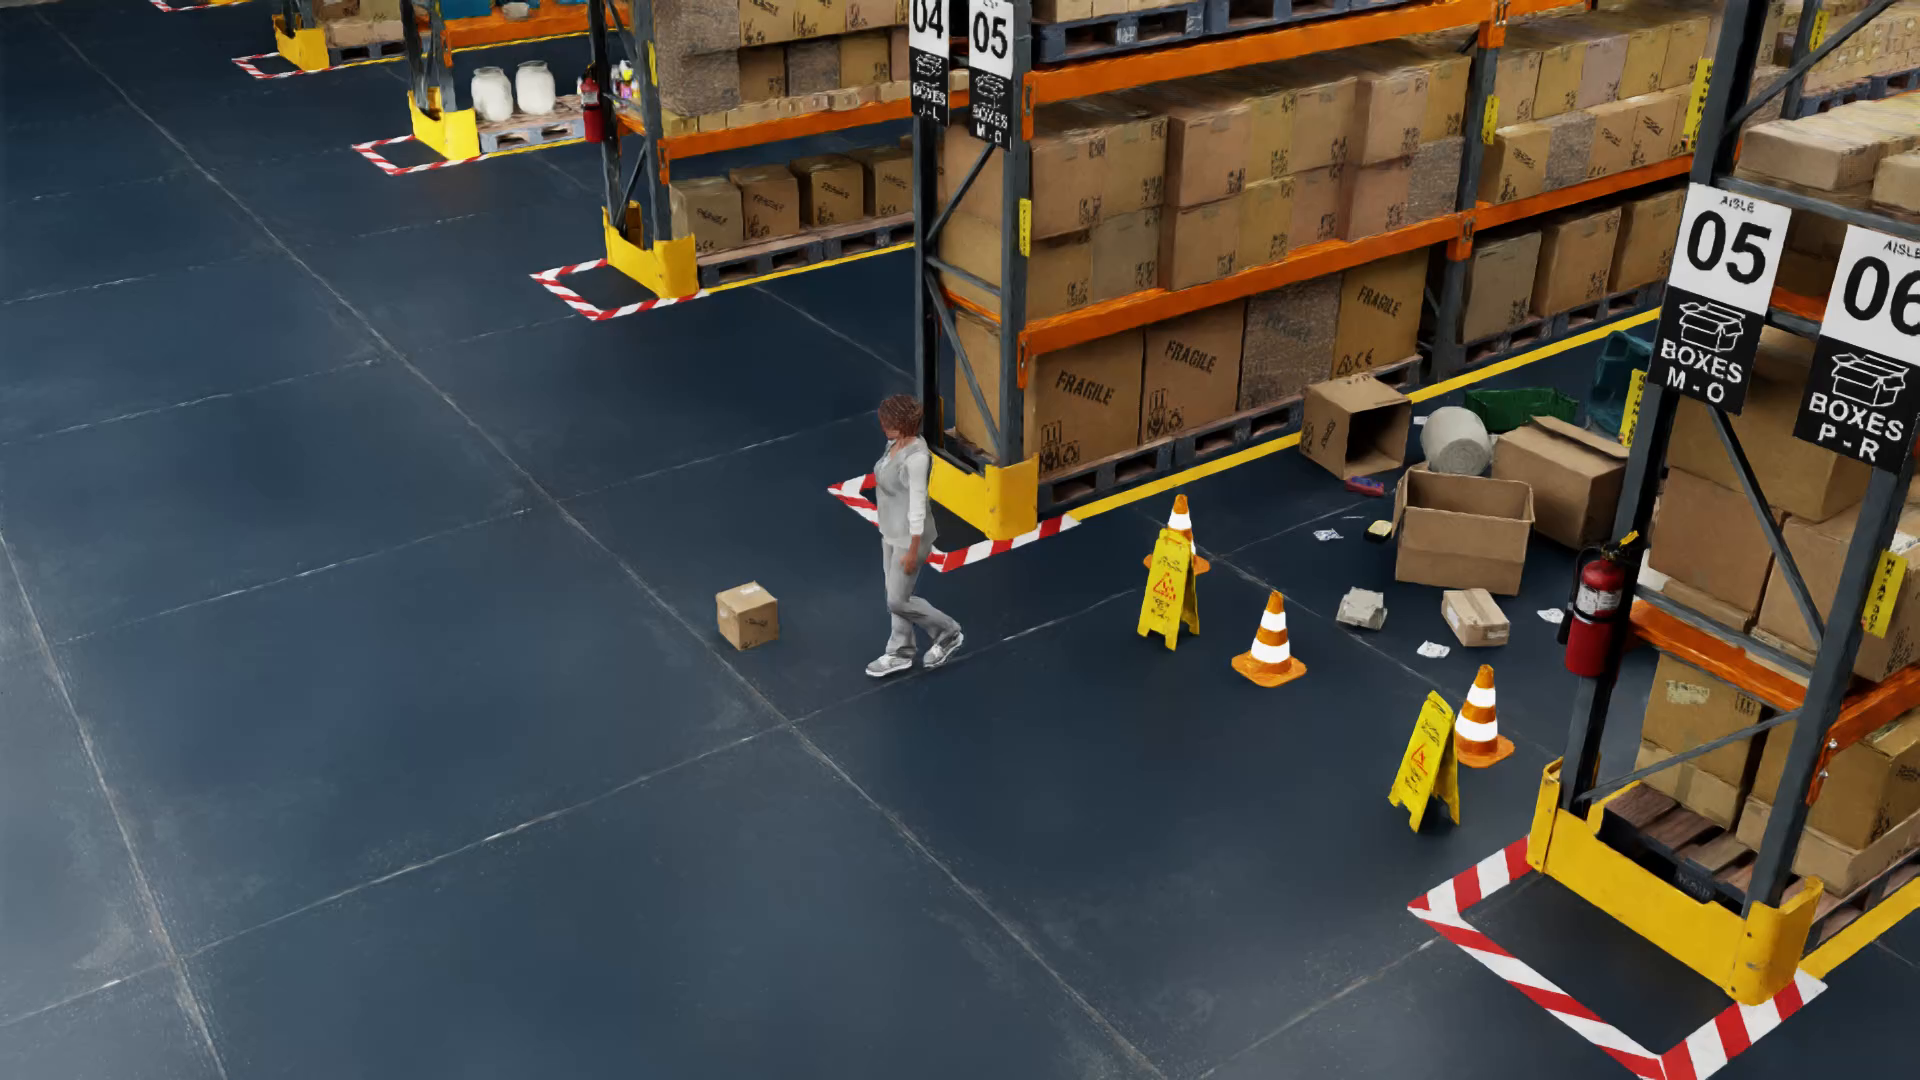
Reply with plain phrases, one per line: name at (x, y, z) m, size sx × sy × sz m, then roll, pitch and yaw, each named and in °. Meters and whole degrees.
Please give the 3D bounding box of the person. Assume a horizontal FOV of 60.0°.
person at (-0.262, -0.012, 8.654) m, size 0.538 × 1.578 × 0.435 m, roll -10°, pitch 30°, yaw -17°
